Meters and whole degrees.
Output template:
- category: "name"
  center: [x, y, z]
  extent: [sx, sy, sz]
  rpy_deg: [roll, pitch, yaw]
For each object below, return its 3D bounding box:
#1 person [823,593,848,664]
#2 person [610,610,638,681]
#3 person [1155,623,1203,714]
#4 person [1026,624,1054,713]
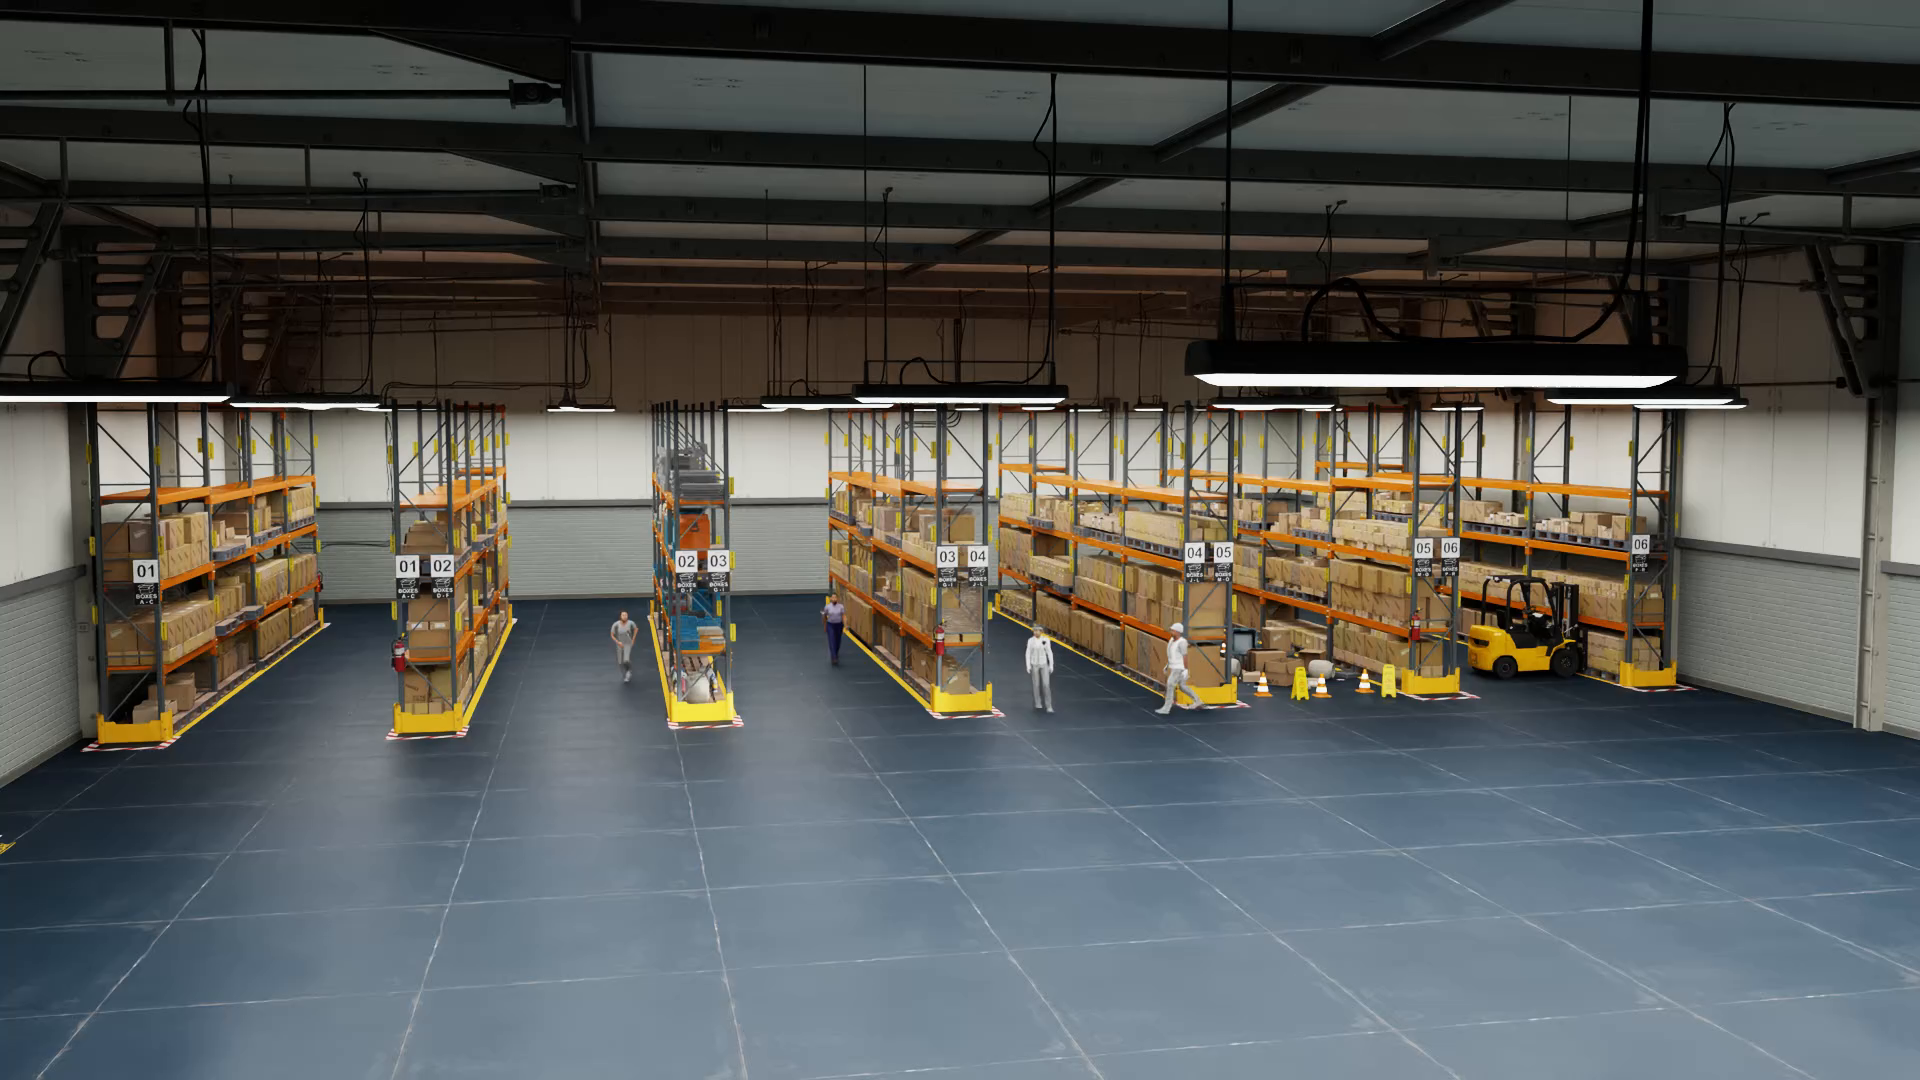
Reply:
- category: "person"
  center: [-2.892, 2.016, 38.442]
  extent: [0.523, 1.587, 1.034]
  rpy_deg: [-1, 4, -15]
- category: "person"
  center: [-7.173, 2.257, 35.545]
  extent: [0.522, 1.582, 0.703]
  rpy_deg: [0, 4, 0]
- category: "person"
  center: [4.185, 2.451, 31.849]
  extent: [1.044, 1.744, 0.605]
  rpy_deg: [-1, 4, -15]
- category: "person"
  center: [1.551, 2.463, 32.255]
  extent: [0.589, 1.690, 0.616]
  rpy_deg: [1, 4, 11]
